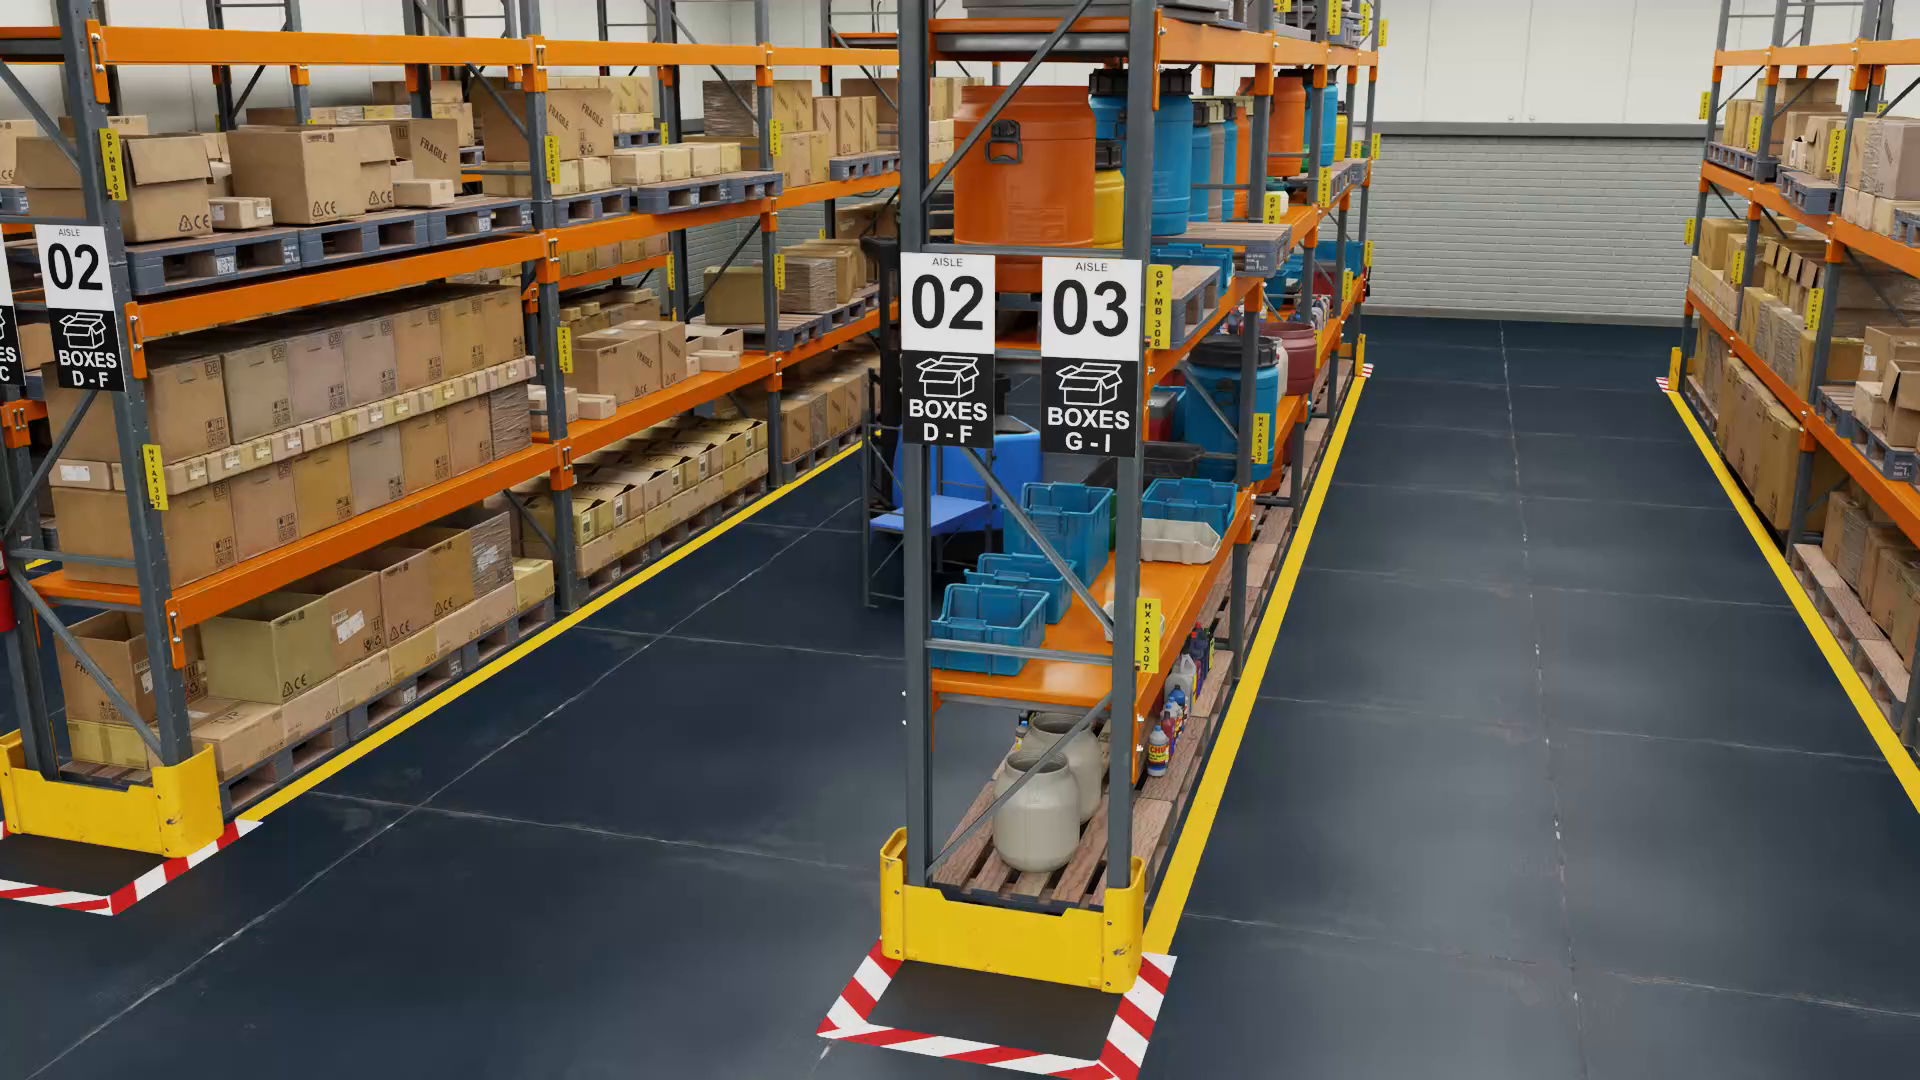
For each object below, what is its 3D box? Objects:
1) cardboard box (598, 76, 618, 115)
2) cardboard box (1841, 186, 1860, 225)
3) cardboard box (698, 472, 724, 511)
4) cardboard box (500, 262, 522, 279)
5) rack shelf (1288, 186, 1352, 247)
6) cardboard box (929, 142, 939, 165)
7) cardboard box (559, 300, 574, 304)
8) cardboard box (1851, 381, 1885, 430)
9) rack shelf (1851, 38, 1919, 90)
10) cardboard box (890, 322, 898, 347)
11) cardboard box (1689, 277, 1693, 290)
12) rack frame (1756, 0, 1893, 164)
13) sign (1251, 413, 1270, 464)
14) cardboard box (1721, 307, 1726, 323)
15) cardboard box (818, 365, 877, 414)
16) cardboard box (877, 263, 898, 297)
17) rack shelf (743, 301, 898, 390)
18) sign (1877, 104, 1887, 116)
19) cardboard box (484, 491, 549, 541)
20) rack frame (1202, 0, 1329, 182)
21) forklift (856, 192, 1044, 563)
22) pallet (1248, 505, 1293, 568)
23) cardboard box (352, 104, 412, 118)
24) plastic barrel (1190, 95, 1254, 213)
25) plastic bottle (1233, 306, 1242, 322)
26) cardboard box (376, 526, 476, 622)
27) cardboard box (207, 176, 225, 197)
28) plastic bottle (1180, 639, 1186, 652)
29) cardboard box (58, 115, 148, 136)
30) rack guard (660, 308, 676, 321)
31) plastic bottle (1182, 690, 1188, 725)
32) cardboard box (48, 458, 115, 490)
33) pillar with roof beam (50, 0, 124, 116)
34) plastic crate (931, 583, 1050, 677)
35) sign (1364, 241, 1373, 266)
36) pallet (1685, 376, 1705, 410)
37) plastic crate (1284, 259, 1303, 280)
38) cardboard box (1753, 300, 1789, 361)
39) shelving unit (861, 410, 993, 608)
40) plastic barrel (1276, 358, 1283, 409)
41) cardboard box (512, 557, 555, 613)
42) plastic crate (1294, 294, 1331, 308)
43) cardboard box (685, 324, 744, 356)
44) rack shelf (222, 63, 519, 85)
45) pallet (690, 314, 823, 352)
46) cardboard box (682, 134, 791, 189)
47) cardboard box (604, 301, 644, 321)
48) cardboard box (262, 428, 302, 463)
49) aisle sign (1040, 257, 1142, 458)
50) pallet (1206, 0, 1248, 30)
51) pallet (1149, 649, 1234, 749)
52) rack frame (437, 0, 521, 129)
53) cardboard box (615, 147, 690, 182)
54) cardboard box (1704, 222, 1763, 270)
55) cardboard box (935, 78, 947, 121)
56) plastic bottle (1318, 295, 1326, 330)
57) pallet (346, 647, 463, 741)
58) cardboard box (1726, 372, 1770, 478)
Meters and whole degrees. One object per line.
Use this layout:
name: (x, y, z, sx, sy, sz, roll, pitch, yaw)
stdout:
cardboard box: (-4.936, -5.970, 22.330, 0.500, 0.500, 0.500, 4, 16, 13)
cardboard box: (6.900, -2.490, 12.389, 0.500, 0.250, 0.500, 5, 17, 17)
cardboard box: (-2.424, -0.448, 14.680, 0.500, 0.250, 0.500, 5, 17, 17)
cardboard box: (-5.723, -3.482, 20.343, 0.500, 0.500, 0.500, 4, 16, 15)
rack shelf: (3.097, -3.227, 16.030, 1.077, 0.370, 4.000, 5, 16, 16)
cardboard box: (-0.561, -4.648, 19.996, 0.500, 0.250, 0.500, 5, 16, 16)
cardboard box: (-5.459, -3.171, 22.635, 0.380, 0.149, 0.250, 5, 17, 16)
cardboard box: (6.581, -0.932, 11.622, 0.500, 0.250, 0.500, 4, 16, 14)
rack shelf: (6.709, -3.047, 10.631, 1.077, 0.370, 4.000, 5, 16, 16)
cardboard box: (-0.554, -2.541, 21.558, 0.797, 0.503, 0.637, 5, 16, 16)
cardboard box: (9.134, -3.127, 20.318, 0.380, 0.149, 0.250, 5, 17, 17)
rack frame: (8.414, -5.155, 16.013, 1.000, 3.000, 0.127, 5, 16, 16)
sign: (1.916, -0.648, 10.608, 0.100, 0.325, 0.005, 5, 16, 16)
cardboard box: (8.333, -2.388, 17.711, 0.380, 0.149, 0.250, 4, 16, 15)
cardboard box: (-1.239, -1.636, 18.375, 0.500, 0.500, 0.500, 5, 17, 17)
cardboard box: (-0.677, -3.198, 19.925, 0.500, 0.500, 0.500, 5, 17, 17)
rack shelf: (-1.651, -2.169, 17.797, 1.077, 0.370, 4.000, 5, 16, 16)
sign: (8.937, -4.073, 16.169, 0.100, 0.325, 0.005, 5, 16, 16)
cardboard box: (-3.516, -0.222, 12.858, 0.500, 0.311, 0.500, 5, 16, 16)
rack frame: (2.529, -4.493, 13.678, 1.000, 3.000, 0.127, 5, 16, 16)
forklift: (-0.230, -1.586, 14.549, 1.130, 2.935, 3.031, -5, 17, -17)
pallet: (2.271, -0.065, 14.173, 1.003, 0.211, 1.213, 5, 16, 16)
cardboard box: (-6.488, -4.626, 18.654, 0.700, 0.500, 0.500, 5, 16, 16)
plastic barrel: (2.087, -3.093, 13.320, 0.600, 0.901, 0.600, 0, 16, 0)
plastic bottle: (2.735, -2.142, 16.476, 0.144, 0.351, 0.185, 5, 16, 16)
cardboard box: (-3.570, 0.214, 10.972, 0.500, 0.500, 0.500, 5, 16, 16)
cardboard box: (-4.418, -1.861, 9.144, 0.500, 0.250, 0.500, 5, 16, 16)
plastic bottle: (1.347, 0.682, 10.475, 0.144, 0.351, 0.185, 5, 16, 16)
cardboard box: (-7.524, -3.481, 14.655, 0.500, 0.500, 0.500, 4, 16, 14)
rack guard: (-4.690, -3.271, 24.947, 1.175, 0.500, 0.348, 5, 16, 16)
plastic bottle: (1.282, 0.975, 9.716, 0.097, 0.201, 0.097, 0, 16, 0)
cardboard box: (-4.567, -0.374, 8.777, 0.380, 0.149, 0.250, 4, 16, 15)
pillar with roof beam: (-4.041, -4.654, 14.247, 9.100, 9.000, 0.400, 5, 16, 16)
plastic crate: (0.111, 0.404, 7.681, 0.499, 0.251, 0.616, 5, 16, 16)
sign: (5.334, -3.740, 21.718, 0.100, 0.325, 0.005, 5, 16, 16)
pallet: (9.399, -1.759, 20.143, 1.003, 0.211, 1.213, 5, 16, 16)
plastic crate: (4.229, -3.437, 21.145, 0.416, 0.233, 0.300, 5, 16, 16)
cardboard box: (7.759, -1.954, 15.537, 0.500, 0.500, 0.500, 4, 16, 15)
shelving unit: (-0.235, -0.311, 12.677, 0.538, 1.500, 1.048, 10, 18, 30)
plastic barrel: (2.321, -1.264, 13.085, 0.421, 0.512, 0.421, 0, 16, 0)
cardboard box: (-3.278, 0.314, 11.995, 0.500, 0.250, 0.500, 5, 16, 16)
plastic crate: (3.935, -2.666, 18.604, 0.396, 0.136, 0.243, 5, 16, 16)
cardboard box: (-2.365, -1.857, 15.543, 0.500, 0.311, 0.500, 6, 17, 19)
rack shelf: (-6.401, -5.246, 18.384, 1.077, 0.370, 4.000, 5, 16, 16)
pallet: (-2.094, -2.082, 16.525, 1.213, 0.211, 1.003, 5, 16, 16)
cardboard box: (-2.128, -3.600, 15.843, 0.910, 0.500, 0.500, 5, 16, 16)
cardboard box: (-4.942, -3.145, 23.733, 0.700, 0.500, 0.500, 5, 16, 16)
cardboard box: (-3.956, -0.545, 9.382, 0.380, 0.149, 0.250, 4, 16, 15)
aisle sign: (0.516, -0.723, 6.616, 0.394, 0.787, 0.004, 5, 16, 16)
pallet: (0.840, -2.625, 8.172, 1.003, 0.211, 1.213, 5, 16, 16)
pallet: (1.161, 0.954, 10.579, 1.003, 0.211, 1.213, 5, 16, 16)
rack frame: (-5.833, -6.307, 20.076, 1.000, 3.000, 0.127, 5, 16, 16)
cardboard box: (-2.599, -3.154, 13.961, 0.500, 0.250, 0.500, 4, 16, 15)
cardboard box: (8.872, -3.376, 19.089, 0.500, 0.500, 0.500, 4, 16, 14)
cardboard box: (-0.567, -5.392, 20.328, 0.700, 0.500, 0.500, 5, 16, 16)
plastic bottle: (3.718, -2.363, 17.255, 0.144, 0.351, 0.185, 5, 16, 16)
pallet: (-3.967, 0.921, 10.694, 1.003, 0.211, 1.213, 5, 16, 16)
cardboard box: (7.998, -1.046, 15.644, 1.225, 0.875, 0.875, 4, 16, 14)
